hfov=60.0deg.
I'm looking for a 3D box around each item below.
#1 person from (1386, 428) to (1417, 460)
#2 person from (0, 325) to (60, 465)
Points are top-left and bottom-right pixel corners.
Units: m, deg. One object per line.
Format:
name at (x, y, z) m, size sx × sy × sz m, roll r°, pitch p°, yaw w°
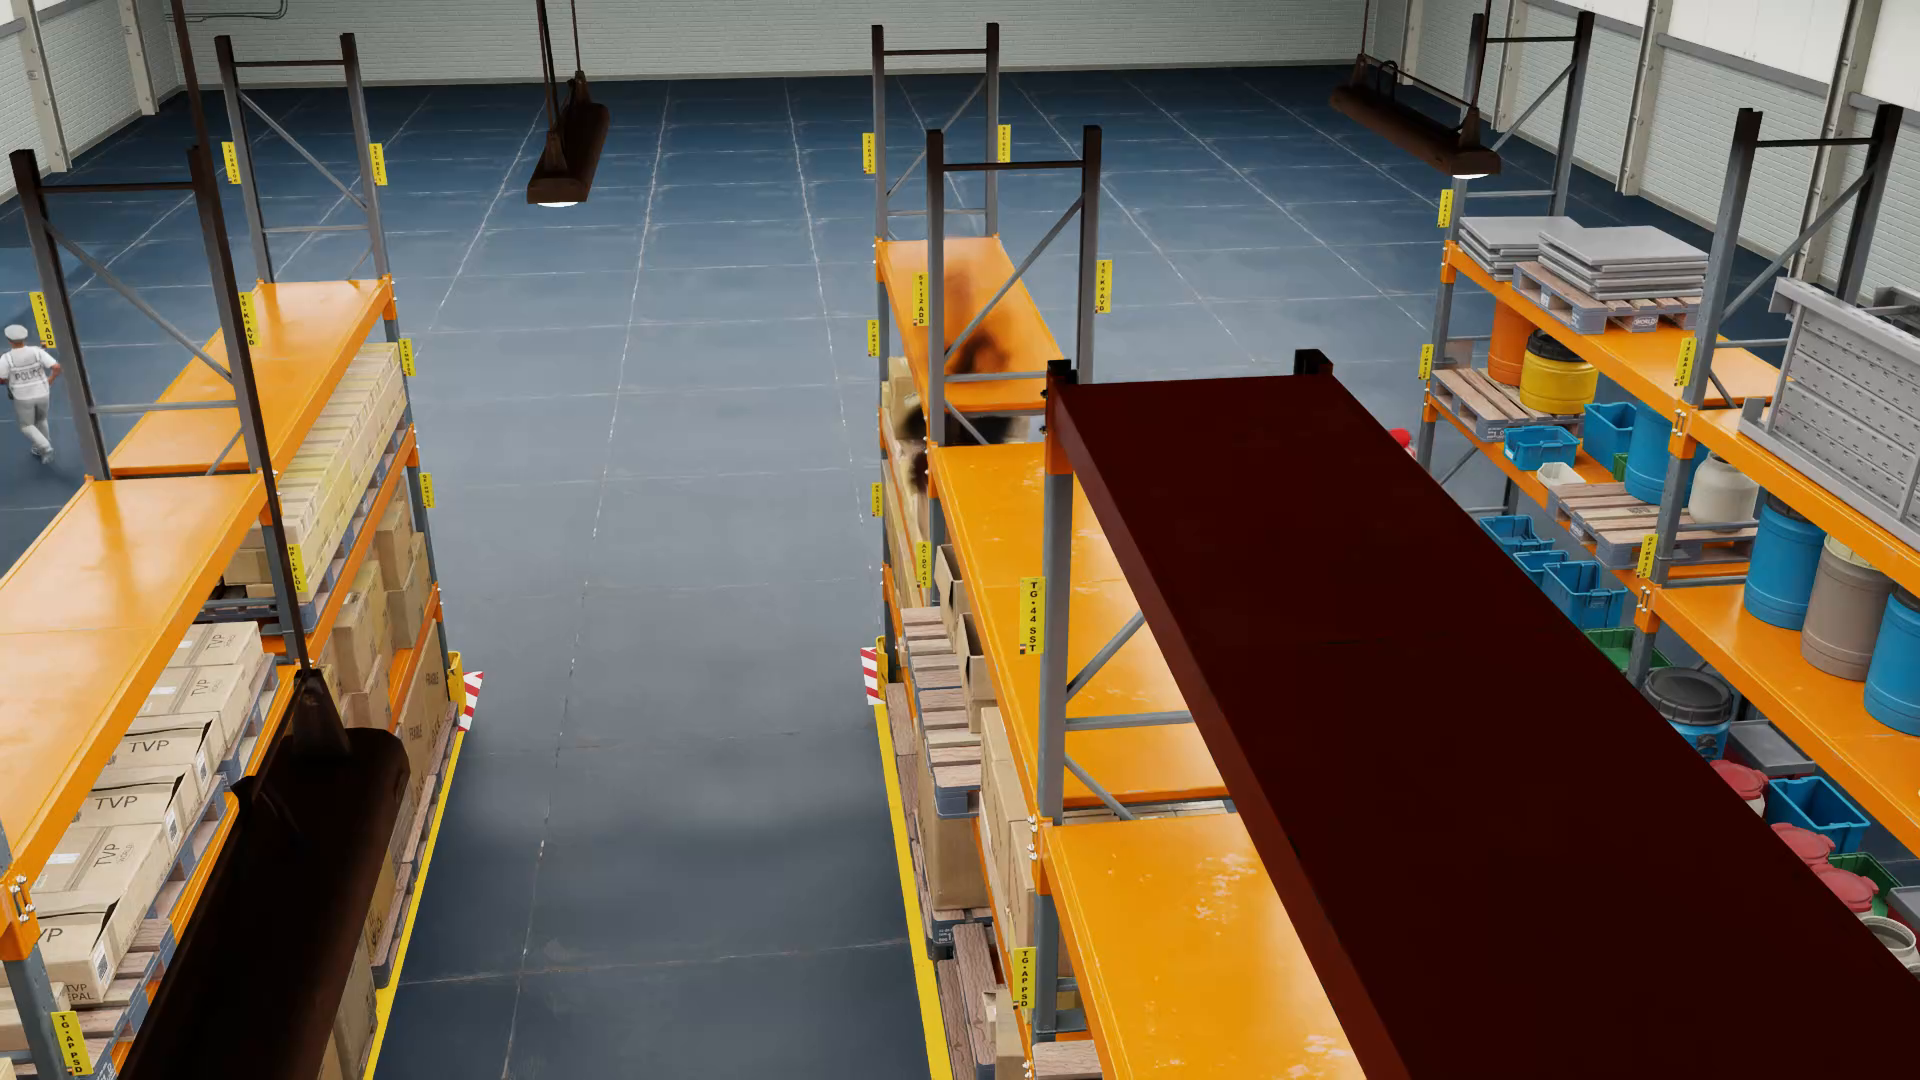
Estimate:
person at (4.485, -0.404, 17.364) m, size 0.538 × 1.712 × 0.686 m, roll 13°, pitch 28°, yaw 26°
person at (-11.264, -1.765, 20.149) m, size 0.878 × 1.752 × 0.674 m, roll 21°, pitch 32°, yaw 37°
